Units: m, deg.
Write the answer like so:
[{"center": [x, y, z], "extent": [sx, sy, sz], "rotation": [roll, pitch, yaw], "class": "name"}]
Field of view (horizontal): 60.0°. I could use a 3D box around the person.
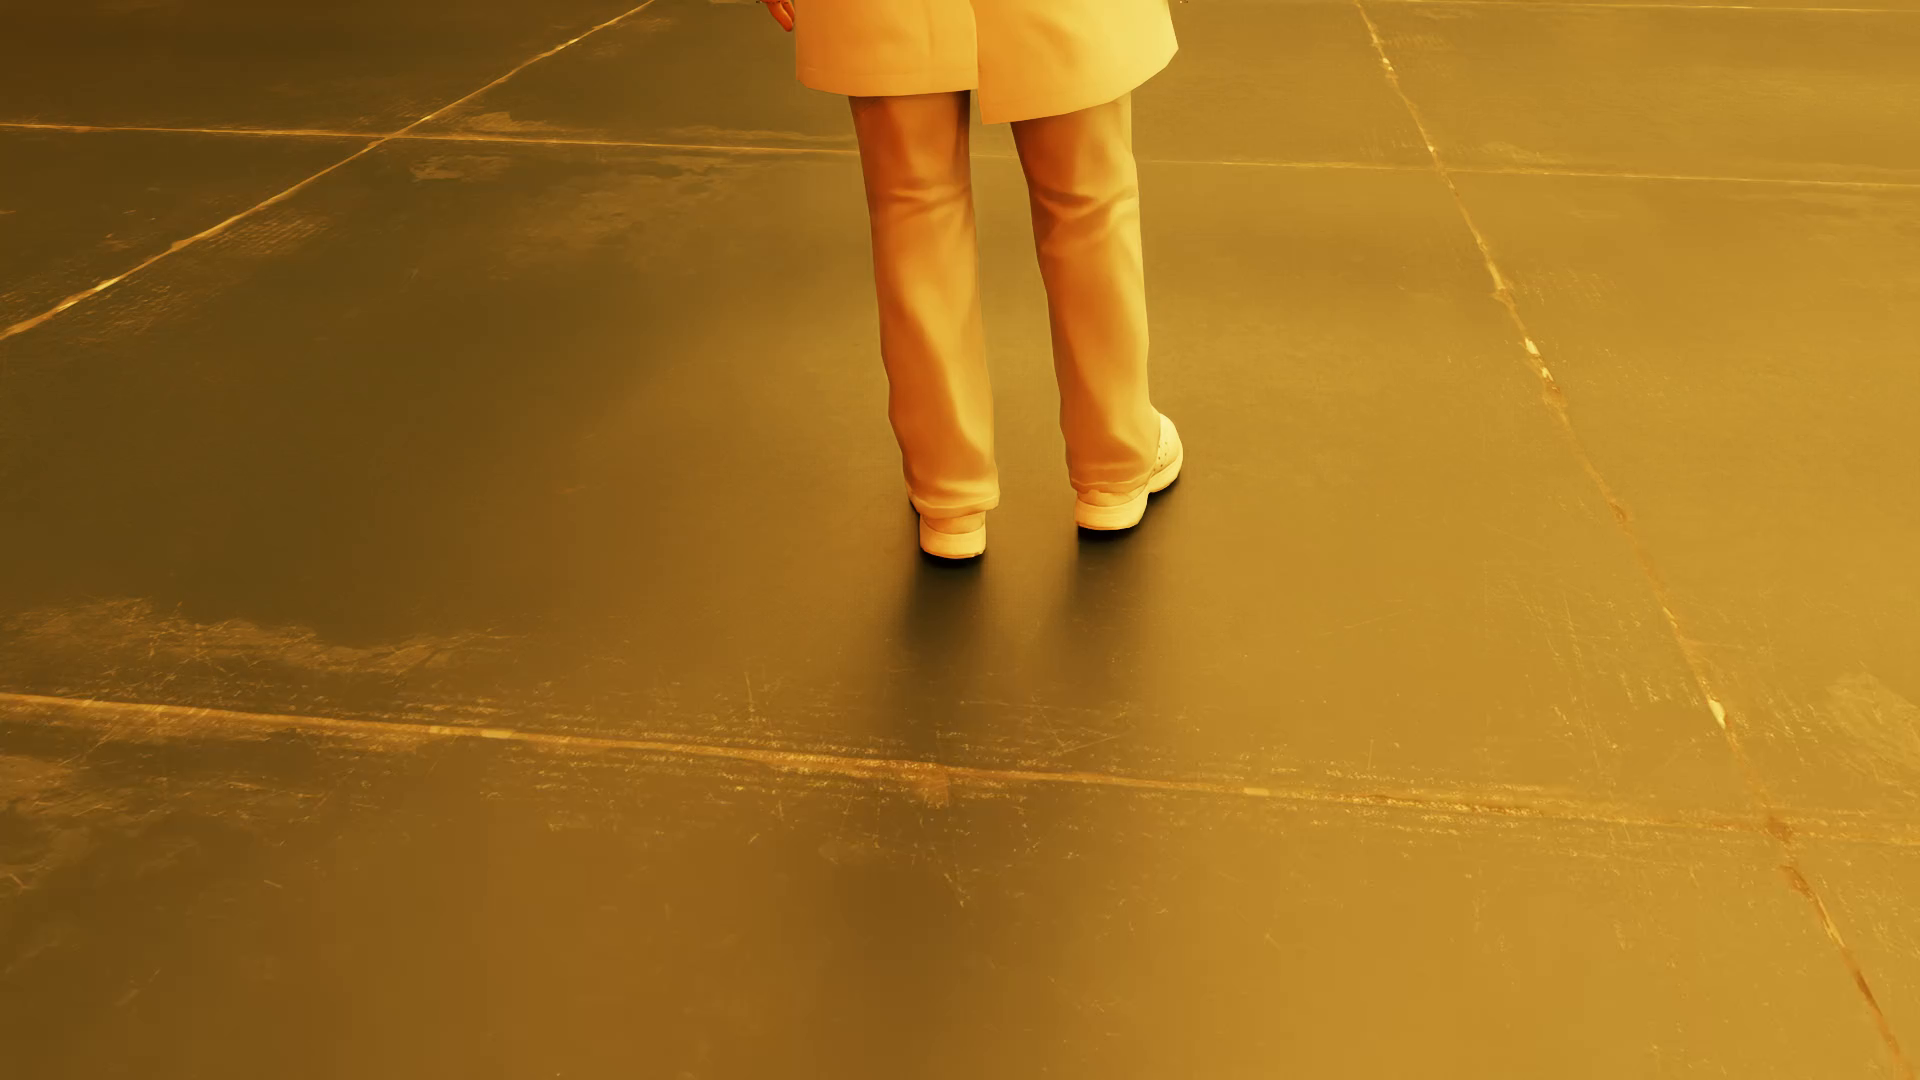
[{"center": [0.017, -0.841, 2.180], "extent": [0.696, 1.775, 0.581], "rotation": [3, 27, 7], "class": "person"}]
